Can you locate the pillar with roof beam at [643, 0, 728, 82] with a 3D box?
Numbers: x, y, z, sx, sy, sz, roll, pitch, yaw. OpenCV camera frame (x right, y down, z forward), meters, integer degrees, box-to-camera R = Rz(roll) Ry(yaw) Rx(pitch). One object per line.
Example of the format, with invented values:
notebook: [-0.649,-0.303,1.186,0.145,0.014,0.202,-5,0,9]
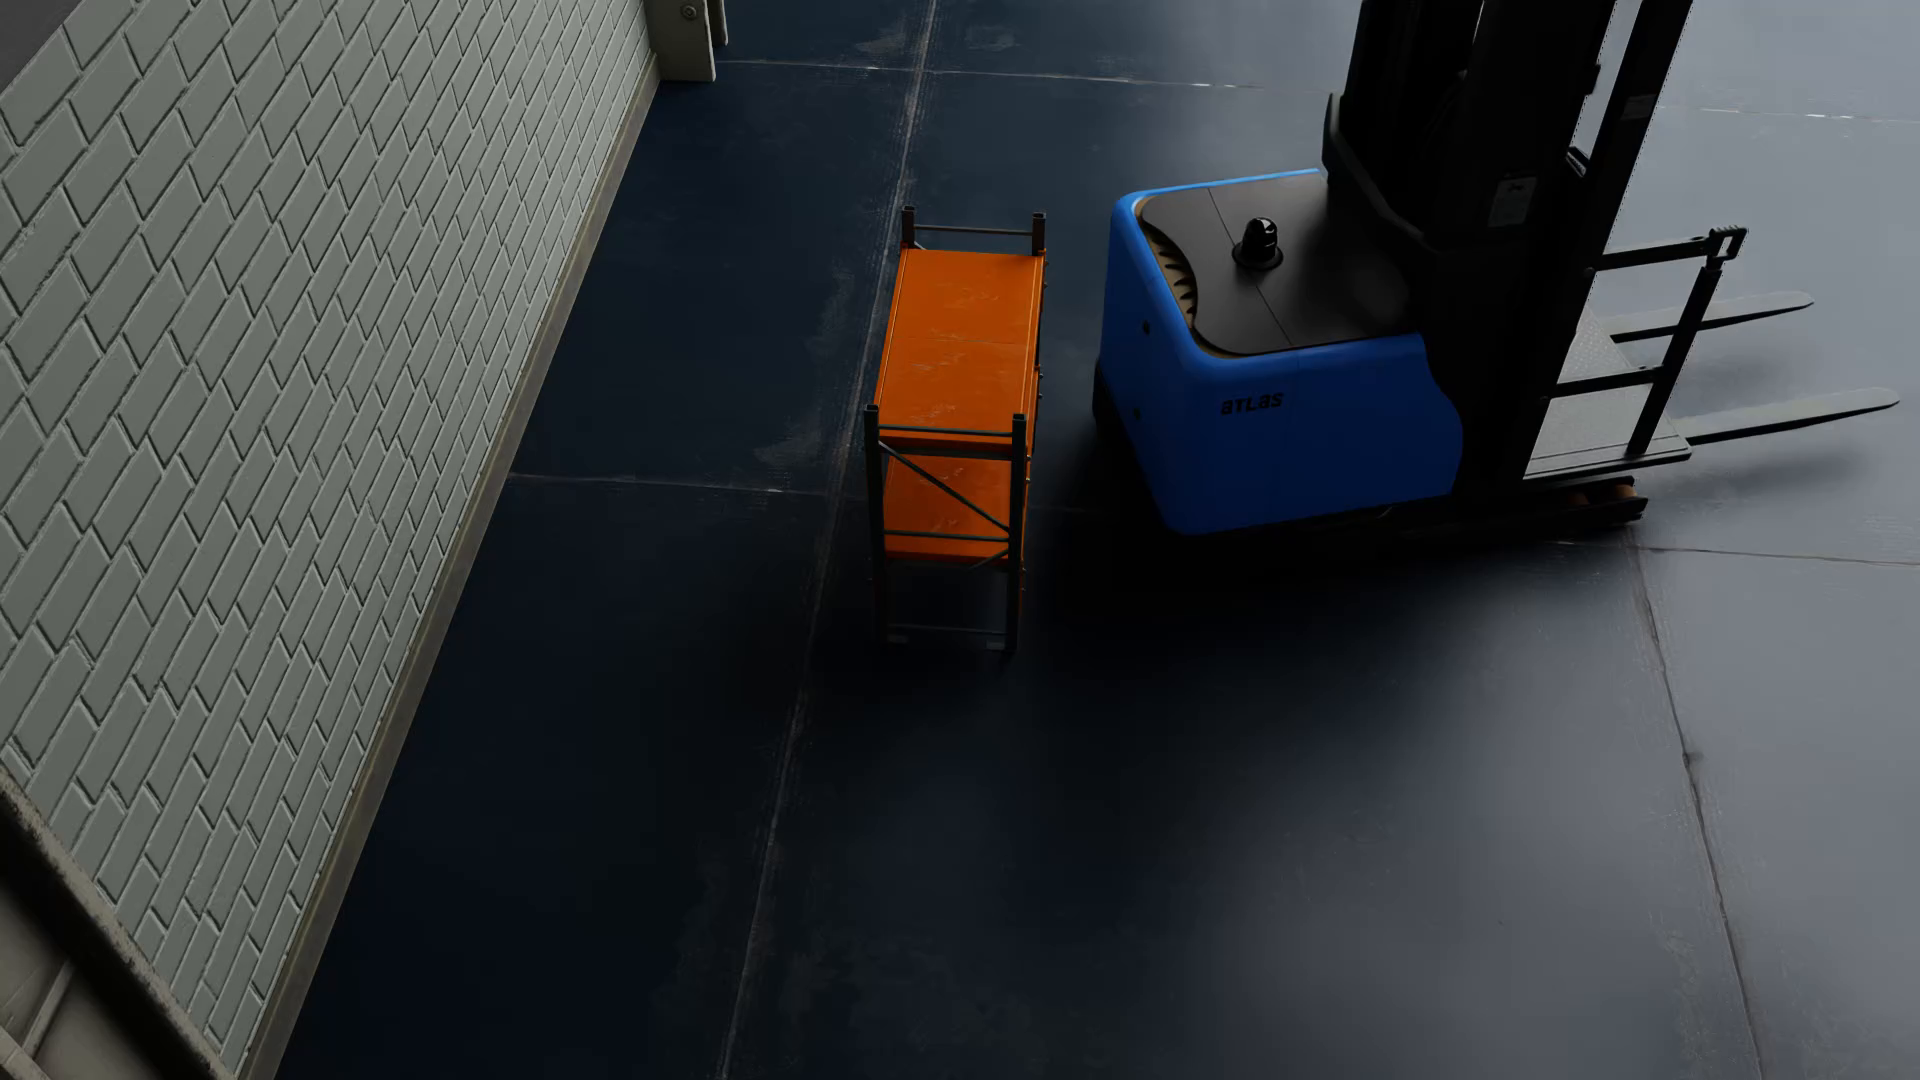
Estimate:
pillar with roof beam: [2.914,-5.207,4.914,9.100,9.000,0.400,4,48,4]

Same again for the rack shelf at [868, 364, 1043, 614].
rack shelf: [0.001,-0.220,6.020,0.538,0.278,1.000,4,48,4]

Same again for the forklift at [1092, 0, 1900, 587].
forklift: [2.097,-1.383,5.529,3.031,2.935,1.130,-9,48,-8]

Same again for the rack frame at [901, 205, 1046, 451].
rack frame: [0.047,-0.758,6.181,0.500,1.125,0.032,4,48,4]

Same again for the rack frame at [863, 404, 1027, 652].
rack frame: [-0.046,-0.011,5.498,0.500,1.125,0.032,4,48,4]

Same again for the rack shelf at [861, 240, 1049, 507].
rack shelf: [0.001,-0.582,5.623,0.538,0.278,1.000,4,48,4]

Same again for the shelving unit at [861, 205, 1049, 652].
shelving unit: [0.001,-0.385,5.839,0.538,1.125,1.048,4,48,4]
